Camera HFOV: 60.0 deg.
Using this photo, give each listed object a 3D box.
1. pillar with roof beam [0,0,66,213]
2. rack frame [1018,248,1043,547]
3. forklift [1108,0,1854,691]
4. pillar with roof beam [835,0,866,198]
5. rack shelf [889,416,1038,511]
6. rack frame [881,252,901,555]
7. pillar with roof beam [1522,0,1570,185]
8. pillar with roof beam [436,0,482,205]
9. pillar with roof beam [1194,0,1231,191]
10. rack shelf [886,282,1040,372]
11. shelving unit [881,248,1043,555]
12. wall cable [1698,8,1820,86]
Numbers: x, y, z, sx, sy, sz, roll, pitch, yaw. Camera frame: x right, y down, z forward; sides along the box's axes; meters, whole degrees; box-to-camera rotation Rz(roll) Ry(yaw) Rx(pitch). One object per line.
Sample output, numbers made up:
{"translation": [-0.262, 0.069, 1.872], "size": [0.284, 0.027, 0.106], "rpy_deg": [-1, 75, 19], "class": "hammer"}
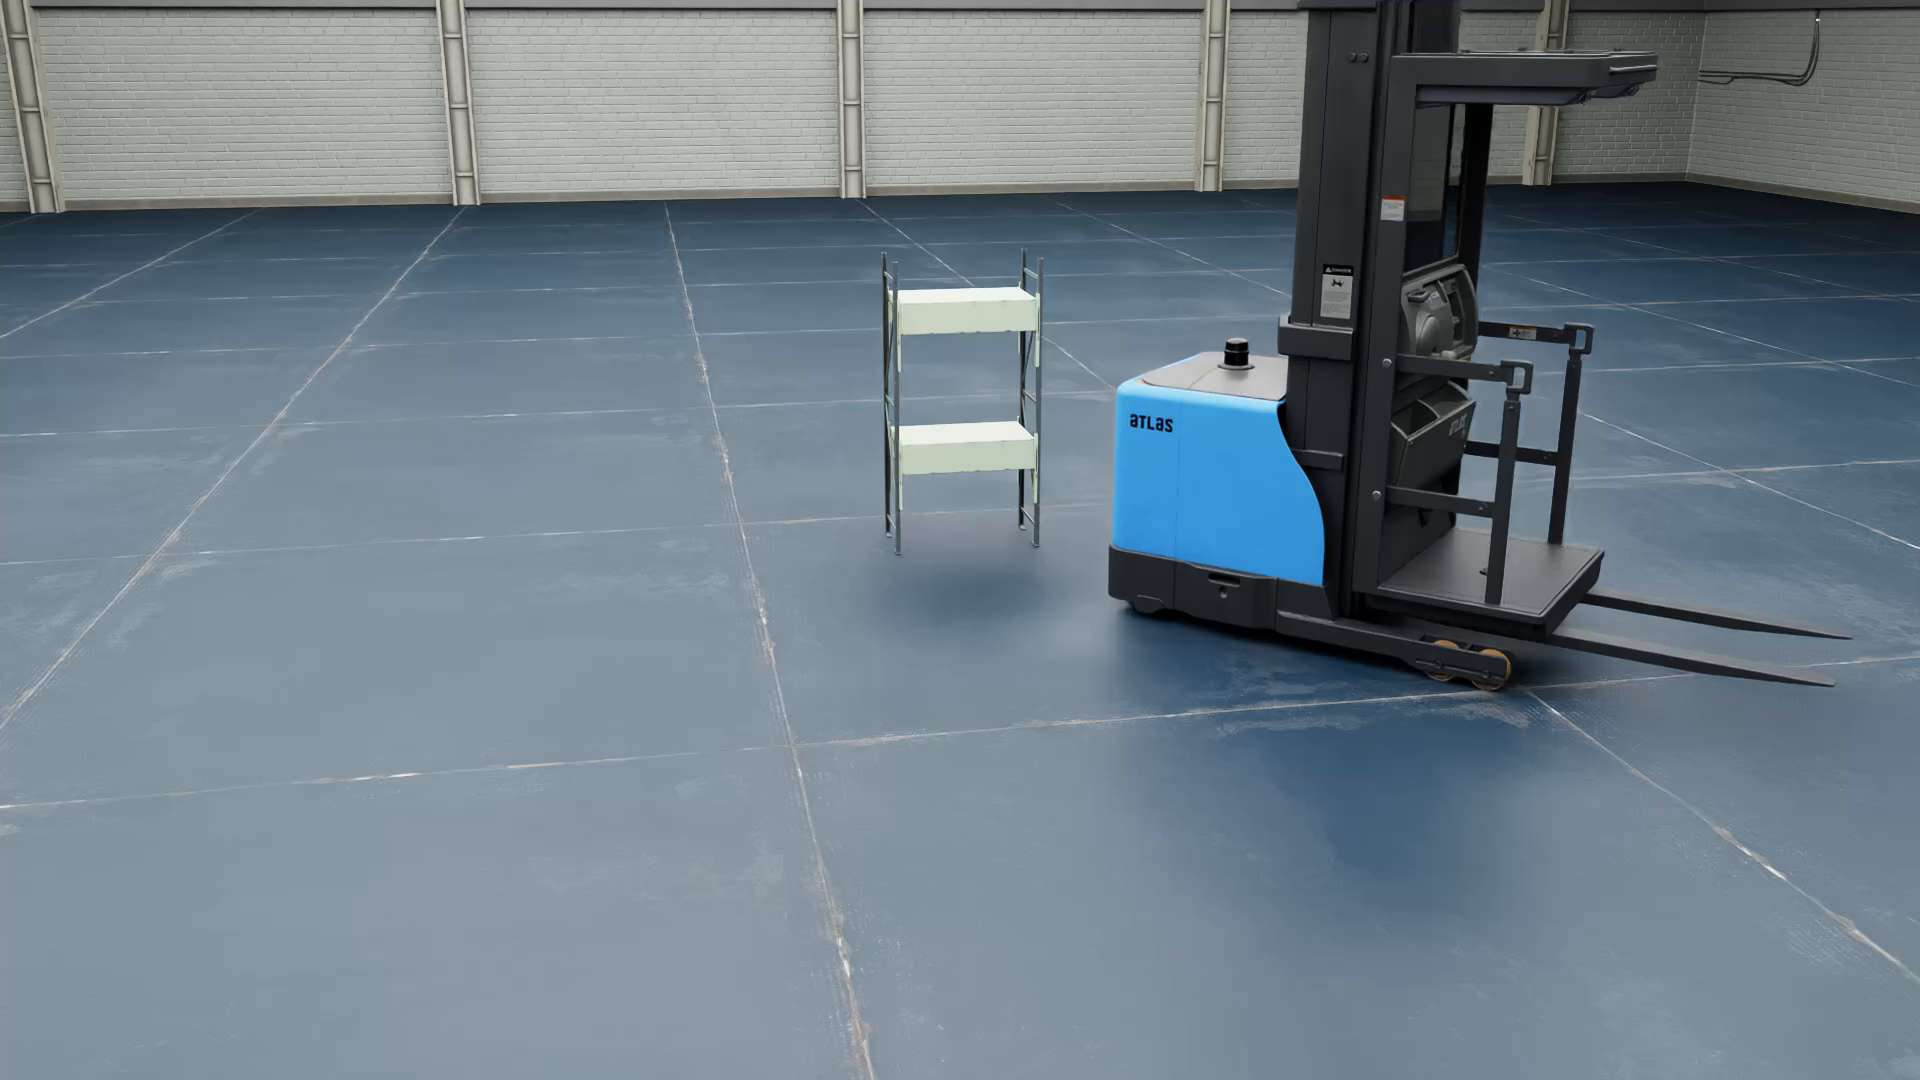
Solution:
{"translation": [-12.696, -7.929, 19.299], "size": [0.400, 9.000, 9.100], "rpy_deg": [-3, 17, -10], "class": "pillar with roof beam"}
{"translation": [0.366, -0.738, 8.659], "size": [0.023, 1.500, 0.400], "rpy_deg": [-3, 17, -10], "class": "rack frame"}
{"translation": [2.205, -0.962, 6.953], "size": [3.031, 2.935, 1.130], "rpy_deg": [11, 20, 31], "class": "forklift"}
{"translation": [-0.914, -8.597, 21.475], "size": [0.400, 9.000, 9.100], "rpy_deg": [-3, 17, -10], "class": "pillar with roof beam"}
{"translation": [0.007, -0.406, 8.689], "size": [0.720, 0.370, 0.431], "rpy_deg": [-3, 17, -10], "class": "rack shelf"}
{"translation": [-0.353, -0.697, 8.526], "size": [0.023, 1.500, 0.400], "rpy_deg": [-3, 17, -10], "class": "rack frame"}
{"translation": [10.868, -9.265, 23.651], "size": [0.400, 9.000, 9.100], "rpy_deg": [-3, 17, -10], "class": "pillar with roof beam"}
{"translation": [-6.805, -8.263, 20.387], "size": [0.400, 9.000, 9.100], "rpy_deg": [-3, 17, -10], "class": "pillar with roof beam"}
{"translation": [4.977, -8.931, 22.563], "size": [0.400, 9.000, 9.100], "rpy_deg": [-3, 17, -10], "class": "pillar with roof beam"}
{"translation": [0.007, -1.090, 8.478], "size": [0.720, 0.370, 0.431], "rpy_deg": [-3, 17, -10], "class": "rack shelf"}
{"translation": [0.007, -0.717, 8.593], "size": [0.755, 1.500, 0.431], "rpy_deg": [-3, 17, -10], "class": "shelving unit"}
{"translation": [13.195, -8.805, 27.441], "size": [0.112, 2.526, 3.097], "rpy_deg": [-3, 17, -10], "class": "wall cable"}
